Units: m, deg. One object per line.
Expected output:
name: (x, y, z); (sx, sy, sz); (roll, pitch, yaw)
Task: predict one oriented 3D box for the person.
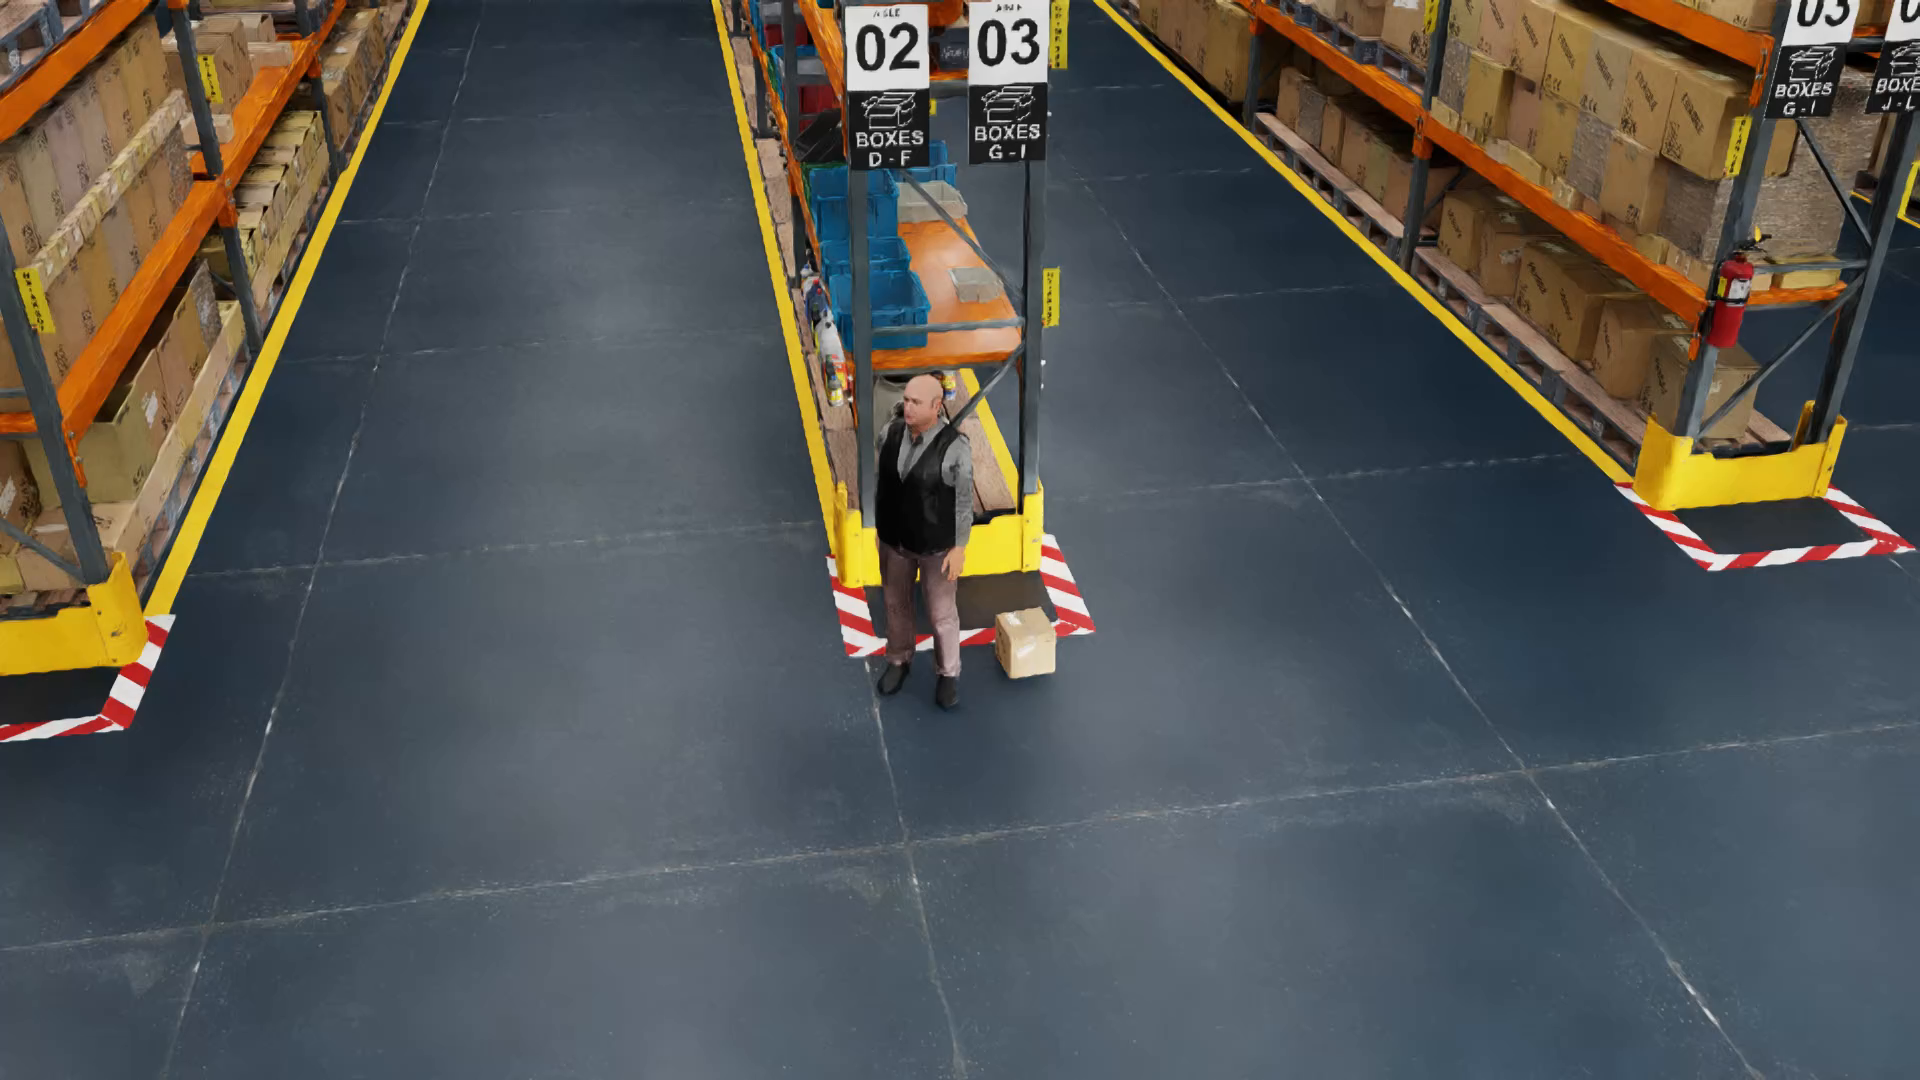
person: (-0.201, 0.004, 8.115); (0.542, 1.723, 0.374); (16, 34, 25)
